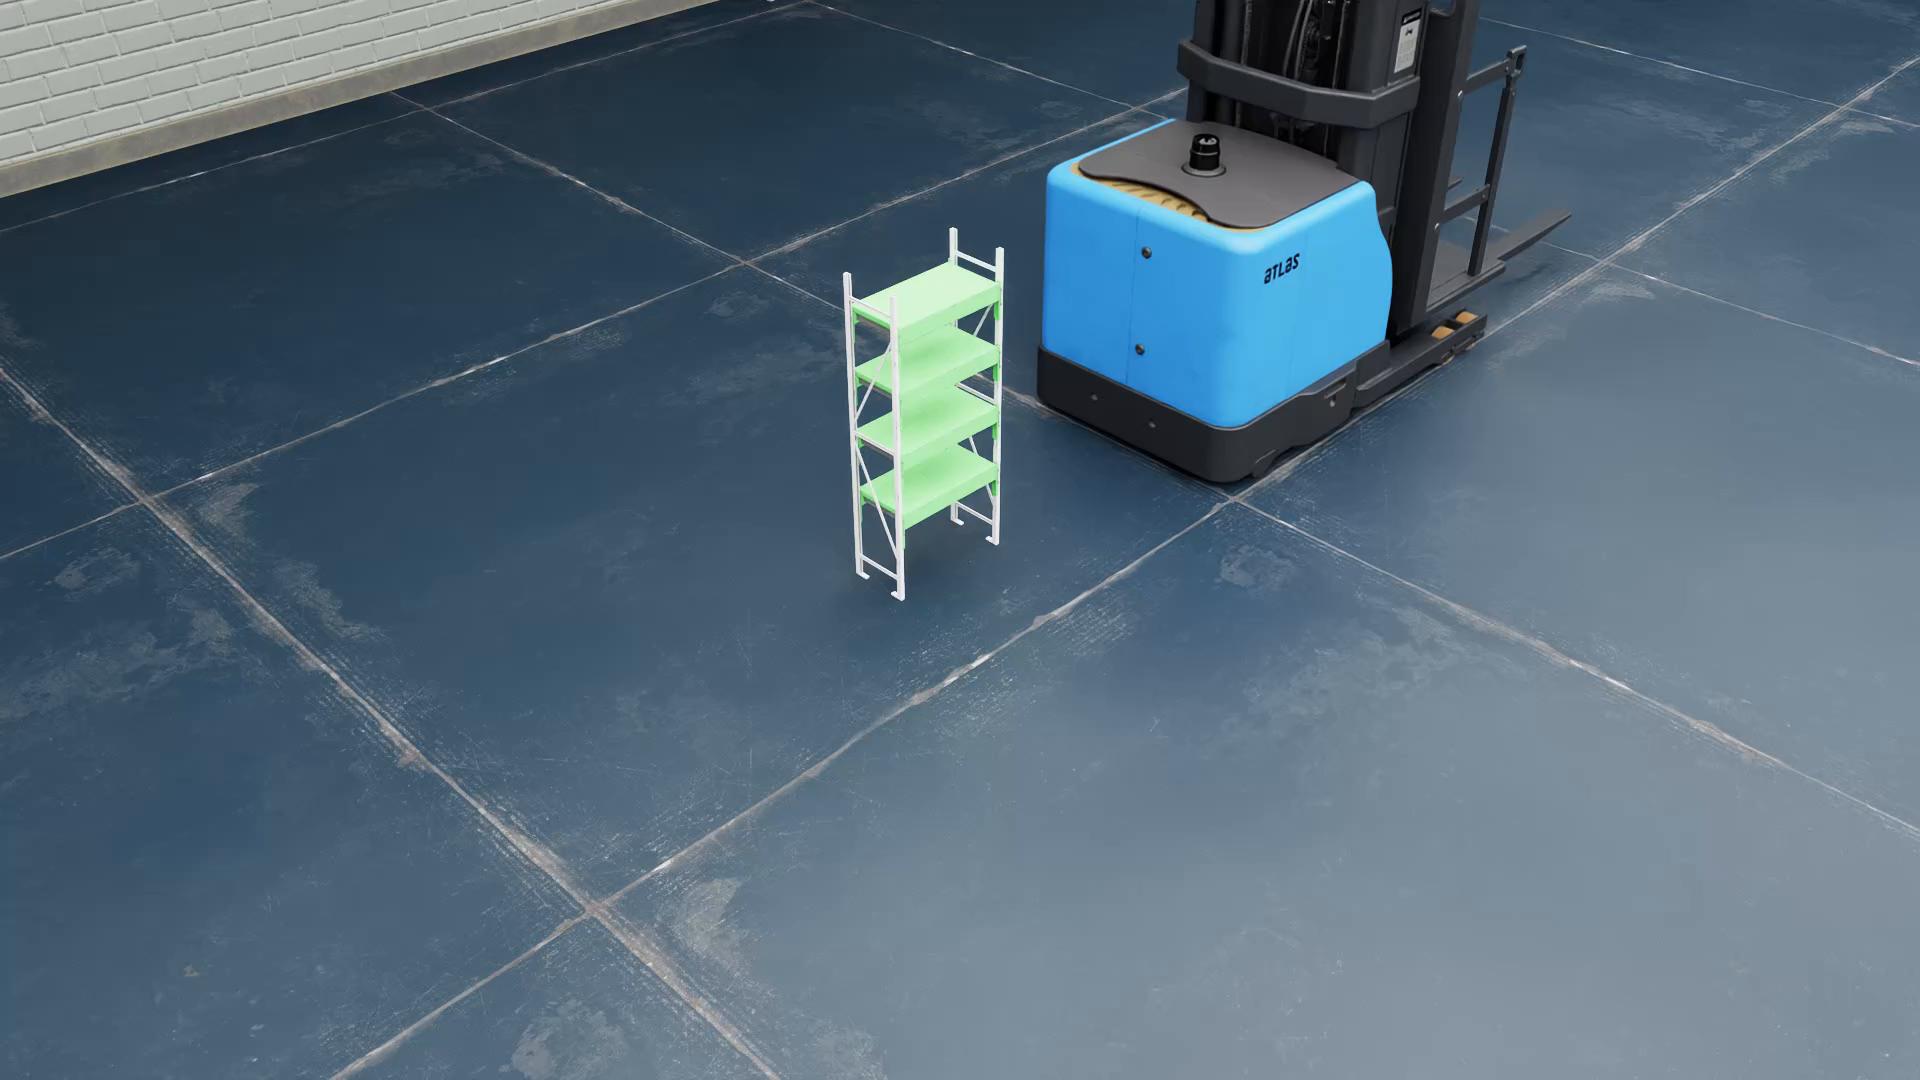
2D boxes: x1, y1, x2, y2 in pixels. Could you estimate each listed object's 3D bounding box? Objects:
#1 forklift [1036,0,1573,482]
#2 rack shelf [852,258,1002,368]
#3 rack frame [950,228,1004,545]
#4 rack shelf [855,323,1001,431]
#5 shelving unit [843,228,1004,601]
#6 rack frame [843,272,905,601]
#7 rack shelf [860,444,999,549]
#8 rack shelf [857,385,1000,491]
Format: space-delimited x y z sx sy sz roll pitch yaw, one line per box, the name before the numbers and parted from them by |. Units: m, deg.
forklift | 1.718 -2.166 6.793 1.130 2.935 3.031 30 45 35
rack shelf | -0.117 -0.766 5.572 0.258 0.148 0.480 30 45 35
rack frame | 0.055 -0.524 5.952 0.240 1.200 0.015 30 45 35
rack shelf | -0.117 -0.569 5.710 0.258 0.148 0.480 30 45 35
shelving unit | -0.117 -0.425 5.810 0.258 1.200 0.503 30 45 35
rack frame | -0.289 -0.326 5.668 0.240 1.200 0.015 30 45 35
rack shelf | -0.117 -0.176 5.984 0.258 0.148 0.480 30 45 35
rack shelf | -0.117 -0.373 5.847 0.258 0.148 0.480 30 45 35
